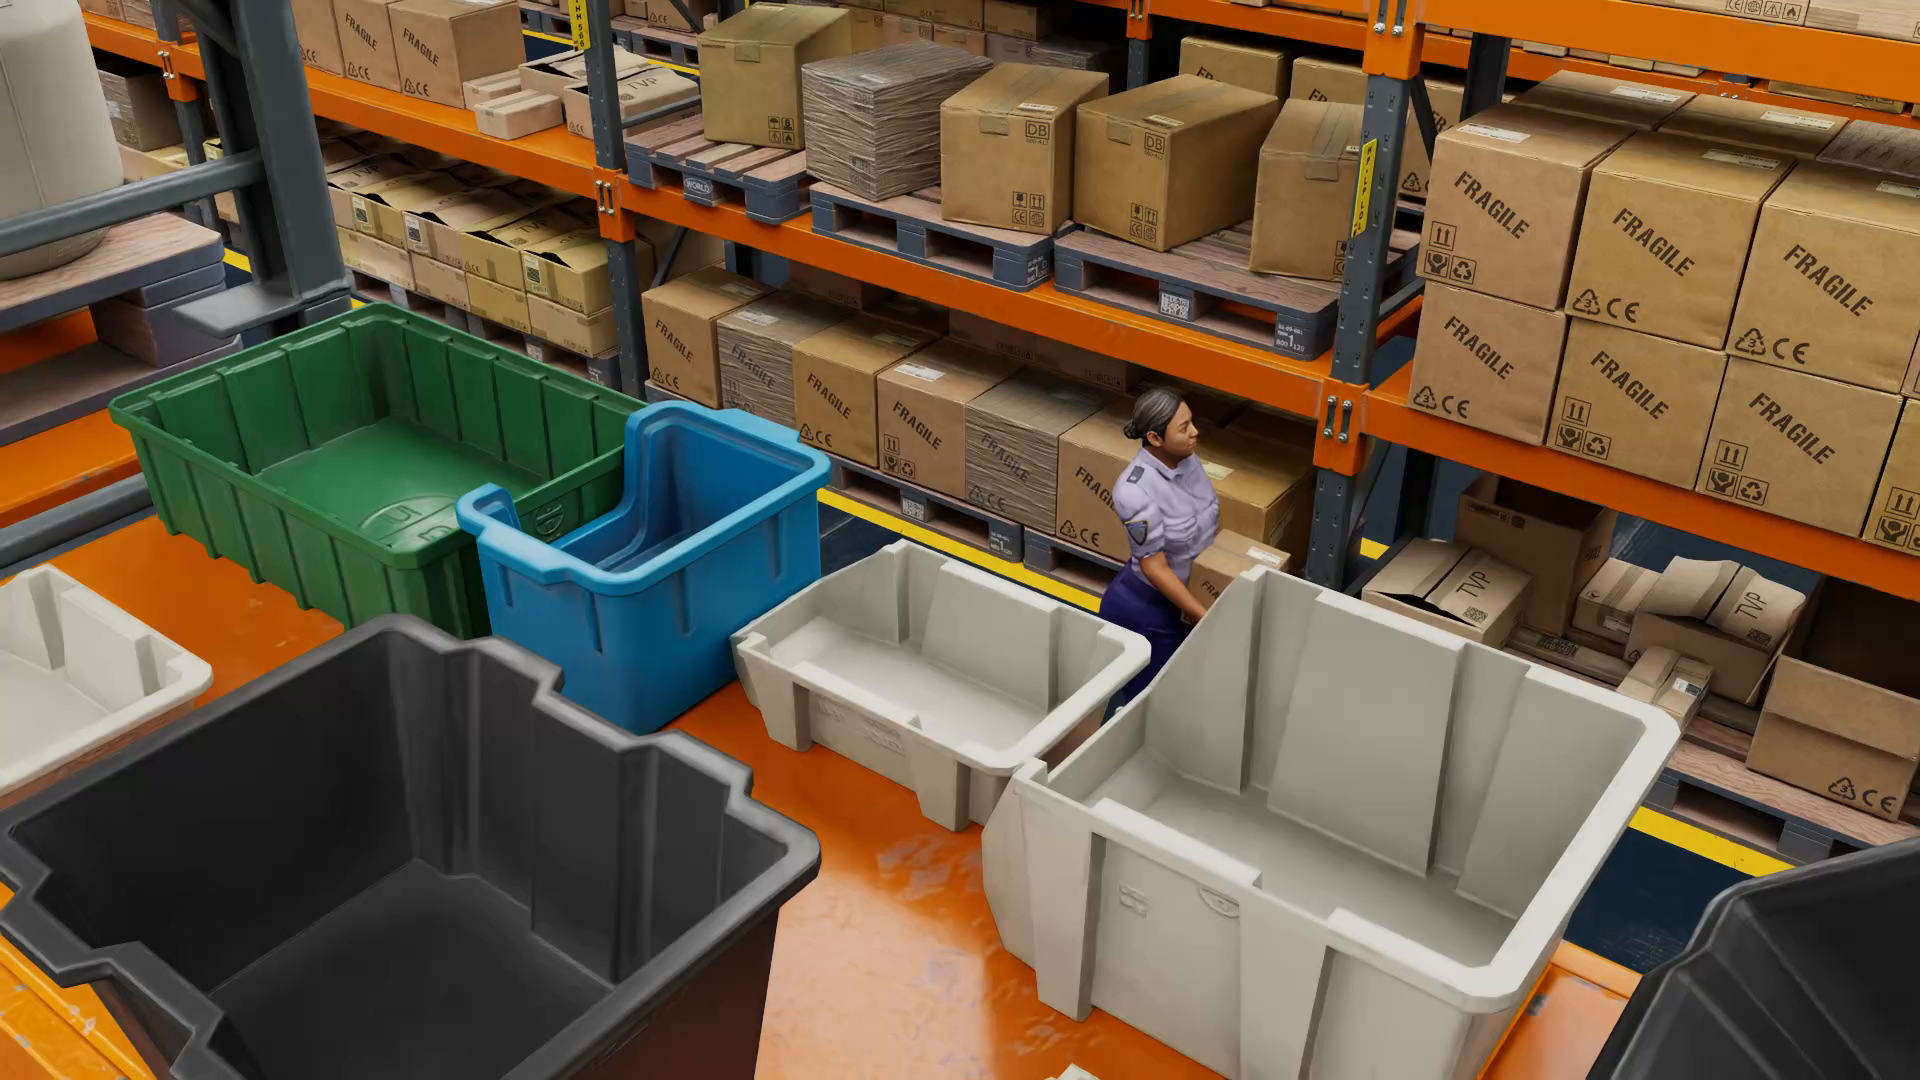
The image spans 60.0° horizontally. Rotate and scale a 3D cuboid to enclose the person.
[{"bbox_3d":[0.769,0.258,5.731,0.520,1.639,0.453,17,35,26],"label":"person"}]
